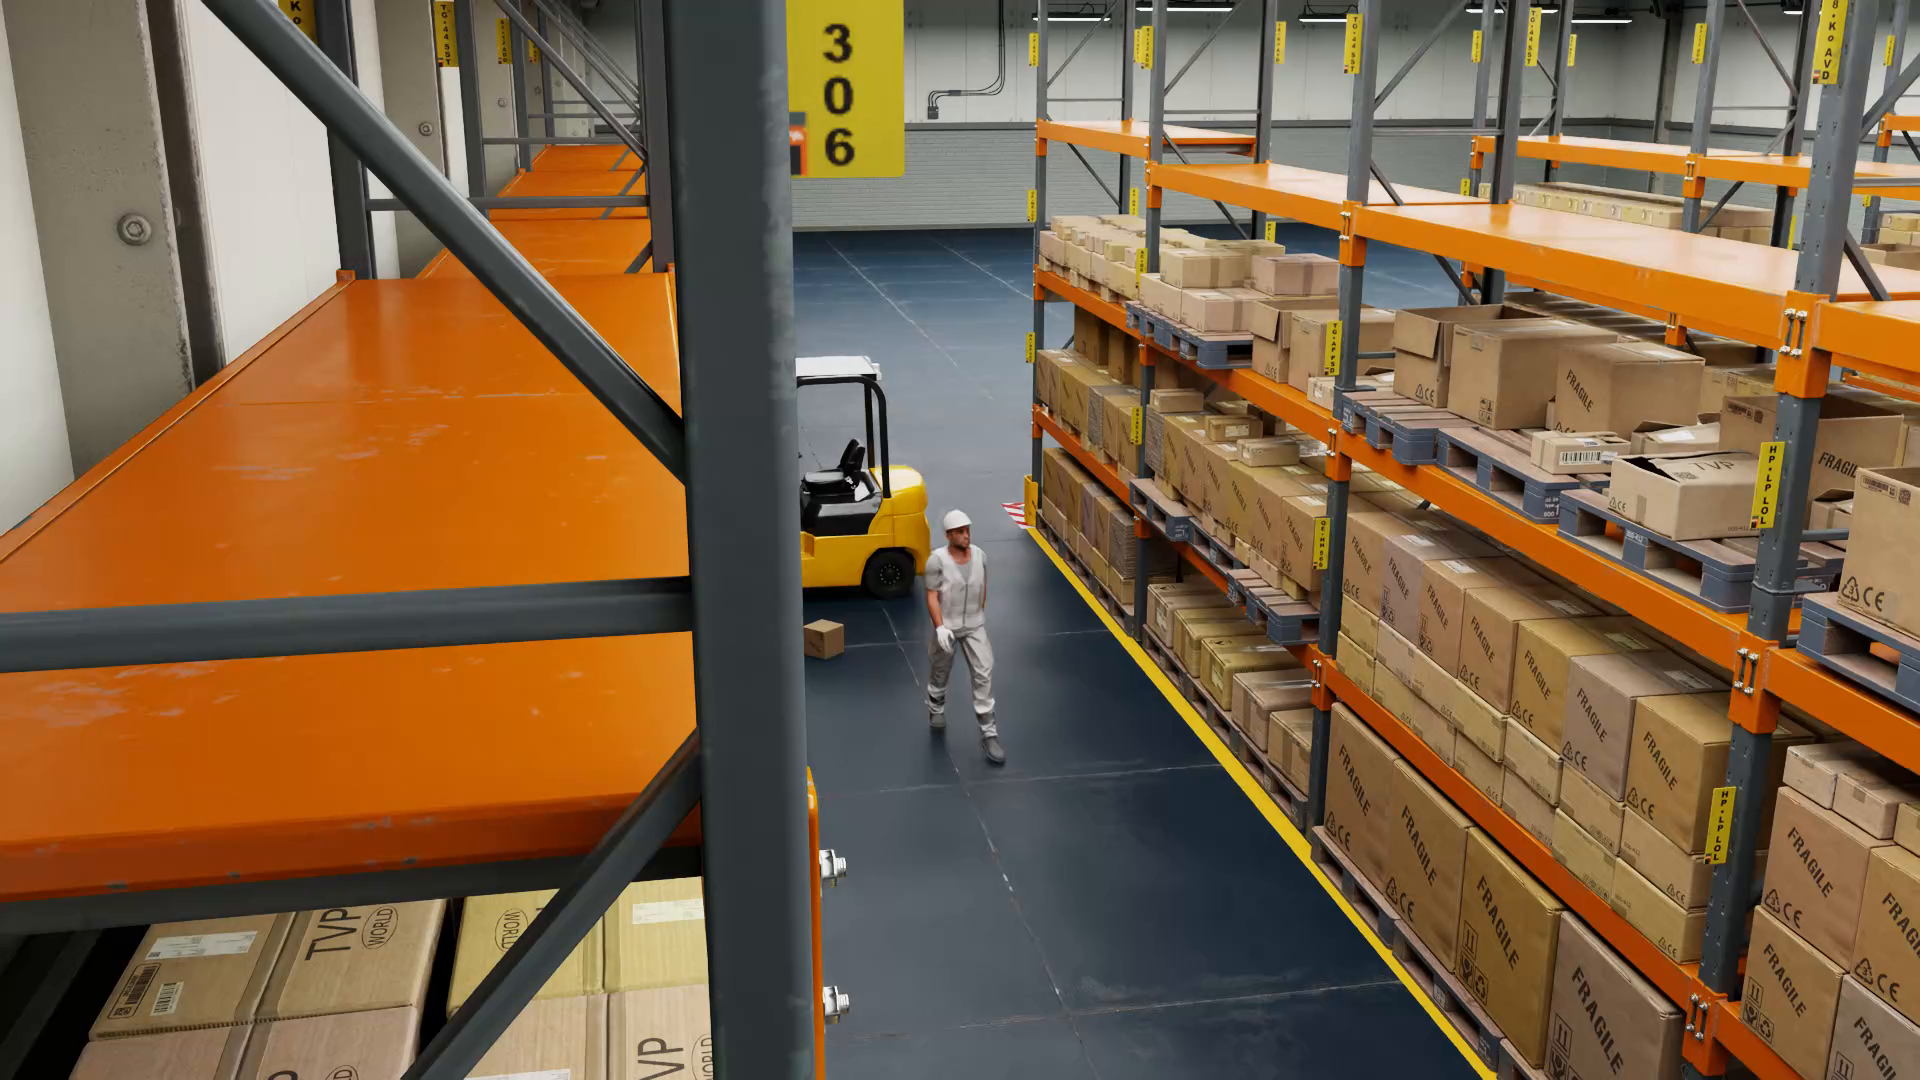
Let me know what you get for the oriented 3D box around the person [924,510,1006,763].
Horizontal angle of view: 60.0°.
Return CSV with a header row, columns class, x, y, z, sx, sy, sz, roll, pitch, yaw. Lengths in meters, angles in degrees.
class,x,y,z,sx,sy,sz,roll,pitch,yaw
person,0.014,0.656,12.172,0.524,1.755,0.960,-5,17,-18
